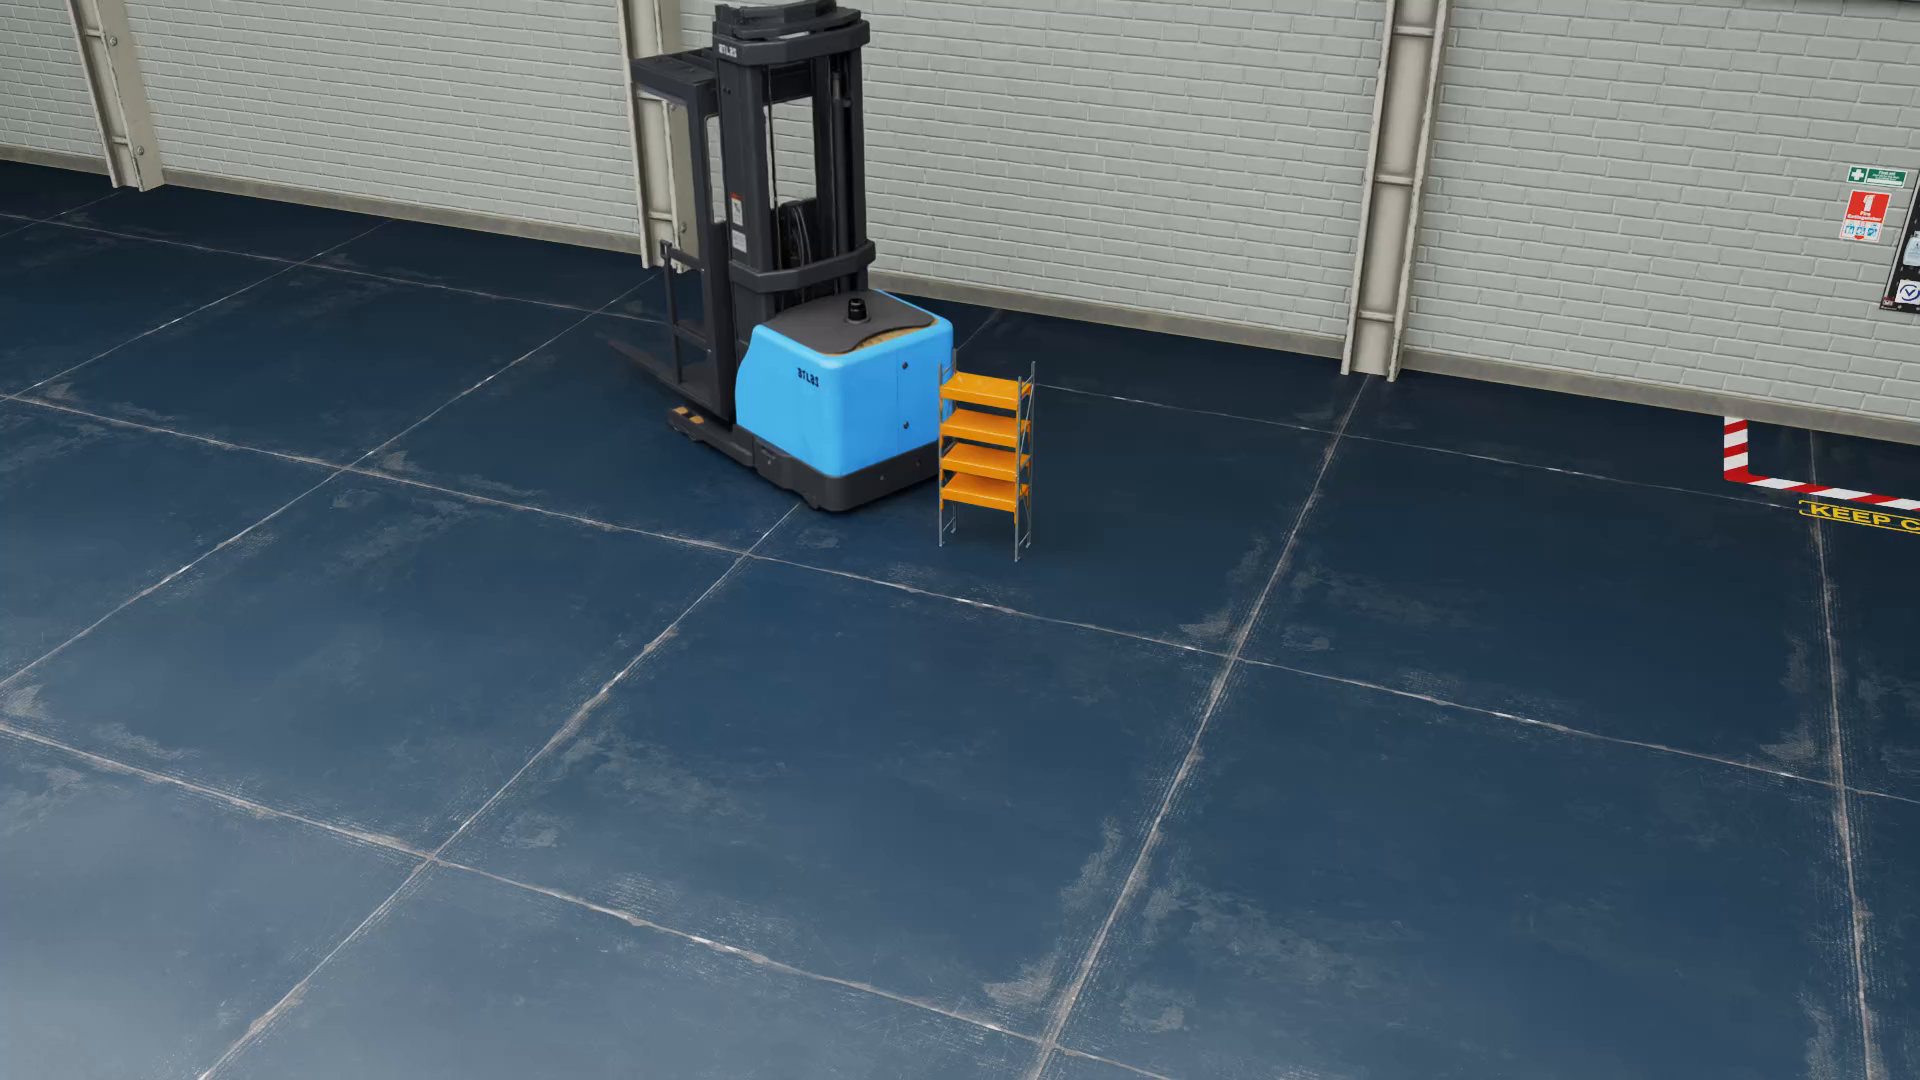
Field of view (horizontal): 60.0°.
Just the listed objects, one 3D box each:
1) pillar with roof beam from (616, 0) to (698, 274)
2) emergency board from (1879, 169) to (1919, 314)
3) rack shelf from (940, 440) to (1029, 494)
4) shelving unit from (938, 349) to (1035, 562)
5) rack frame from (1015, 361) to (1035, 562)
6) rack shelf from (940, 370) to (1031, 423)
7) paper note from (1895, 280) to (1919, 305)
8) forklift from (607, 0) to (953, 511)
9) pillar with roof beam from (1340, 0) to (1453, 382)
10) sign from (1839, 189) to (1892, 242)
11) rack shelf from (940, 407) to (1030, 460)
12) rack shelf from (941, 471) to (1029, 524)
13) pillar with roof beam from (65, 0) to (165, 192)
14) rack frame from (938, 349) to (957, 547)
[{"bbox_3d":[-4.113,-4.333,8.682,0.400,9.000,9.100,11,31,19],"label":"pillar with roof beam"},{"bbox_3d":[6.349,-1.949,10.561,0.626,1.169,0.157,11,31,19],"label":"emergency board"},{"bbox_3d":[0.153,-0.433,9.845,0.480,0.148,0.258,11,31,19],"label":"rack shelf"},{"bbox_3d":[0.153,-0.492,9.812,0.503,1.200,0.258,11,31,19],"label":"shelving unit"},{"bbox_3d":[0.379,-0.447,9.732,0.015,1.200,0.240,11,31,19],"label":"rack frame"},{"bbox_3d":[0.153,-0.834,9.619,0.480,0.148,0.258,11,31,19],"label":"rack shelf"},{"bbox_3d":[6.212,-1.620,10.874,0.142,0.148,0.016,11,31,19],"label":"paper note"},{"bbox_3d":[-1.371,-2.100,10.898,1.130,2.935,3.031,-23,37,-35],"label":"forklift"},{"bbox_3d":[1.447,-3.223,6.718,0.400,9.000,9.100,11,31,19],"label":"pillar with roof beam"},{"bbox_3d":[5.876,-2.104,10.799,0.234,0.329,0.001,11,31,19],"label":"sign"},{"bbox_3d":[0.153,-0.628,9.735,0.480,0.148,0.258,11,31,19],"label":"rack shelf"},{"bbox_3d":[0.153,-0.260,9.943,0.480,0.148,0.258,11,31,19],"label":"rack shelf"},{"bbox_3d":[-9.672,-5.443,10.646,0.400,9.000,9.100,11,31,19],"label":"pillar with roof beam"},{"bbox_3d":[-0.073,-0.537,9.892,0.015,1.200,0.240,11,31,19],"label":"rack frame"}]
